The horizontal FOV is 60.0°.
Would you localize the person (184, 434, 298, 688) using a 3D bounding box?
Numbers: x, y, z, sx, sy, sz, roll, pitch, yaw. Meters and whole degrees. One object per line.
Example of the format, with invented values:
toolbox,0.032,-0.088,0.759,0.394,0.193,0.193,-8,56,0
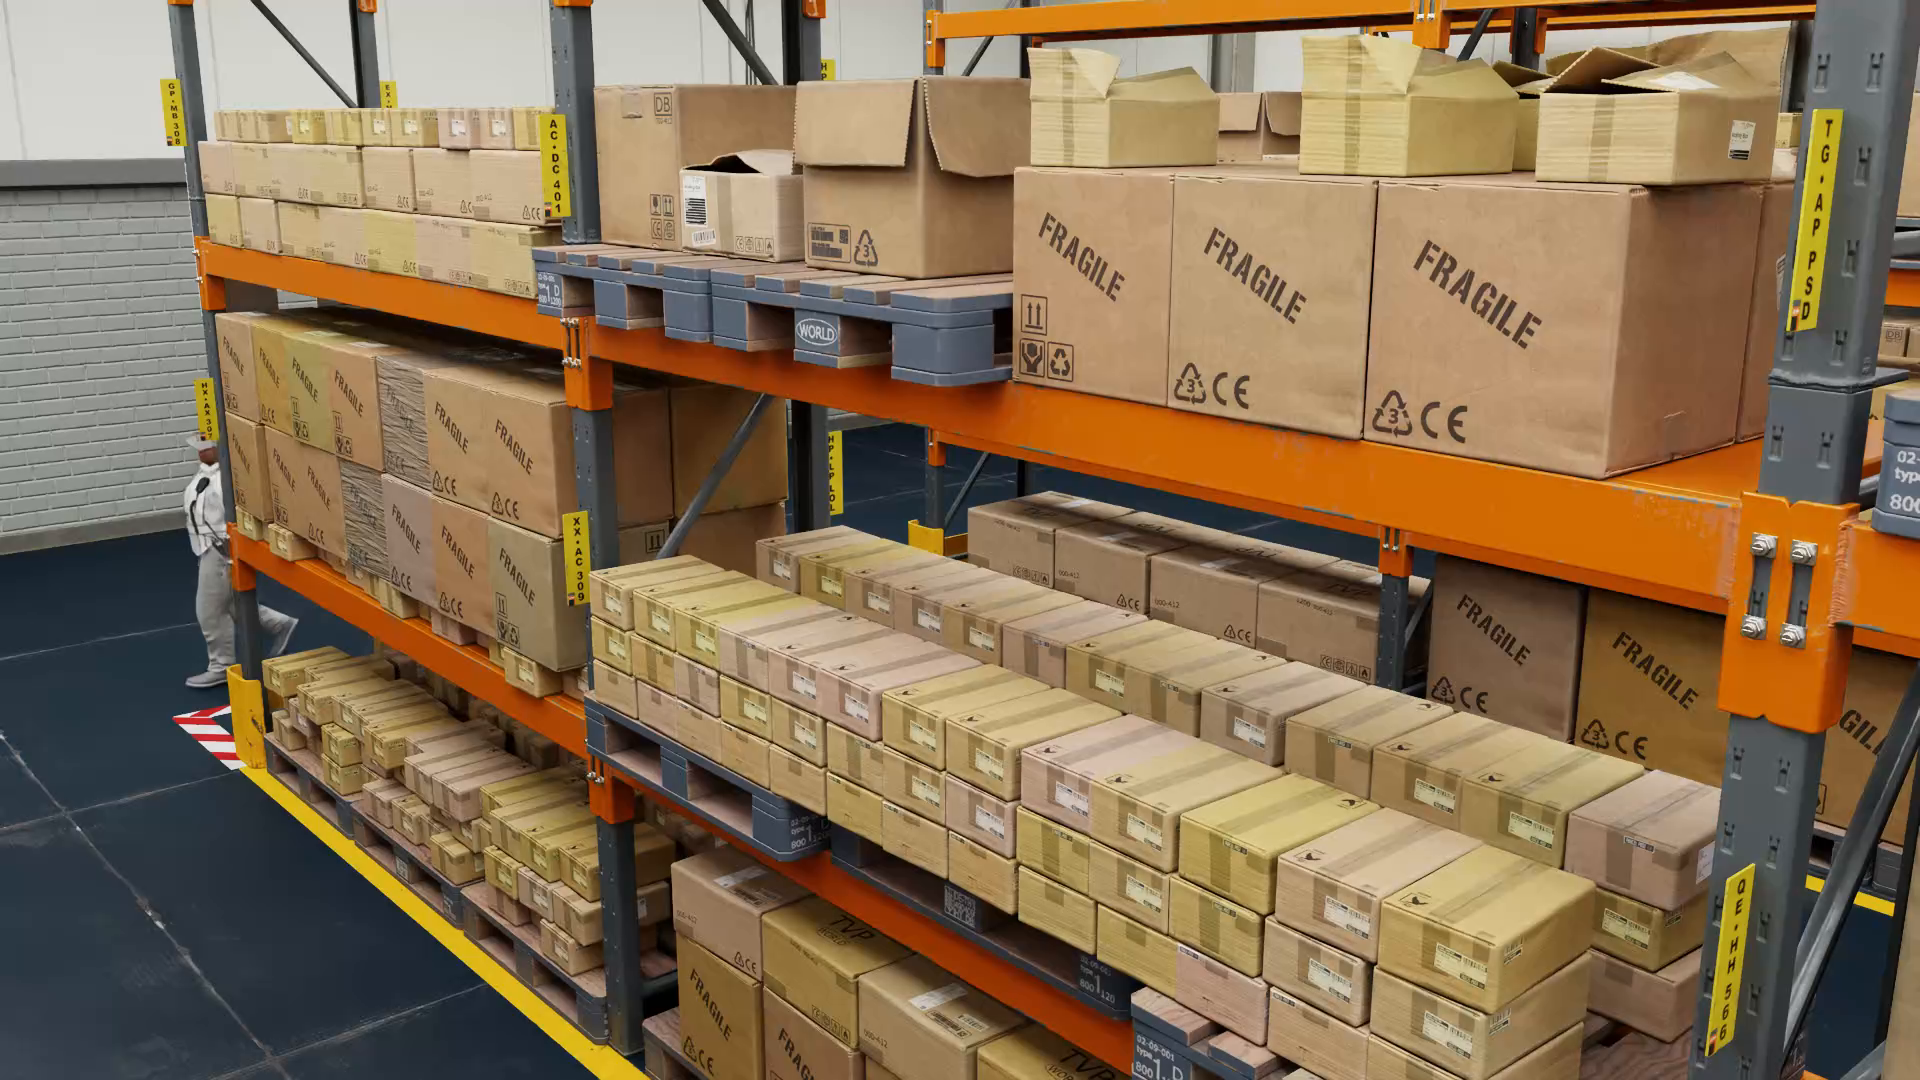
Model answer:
person,-4.456,0.071,10.199,0.704,1.631,0.487,-8,16,-30
